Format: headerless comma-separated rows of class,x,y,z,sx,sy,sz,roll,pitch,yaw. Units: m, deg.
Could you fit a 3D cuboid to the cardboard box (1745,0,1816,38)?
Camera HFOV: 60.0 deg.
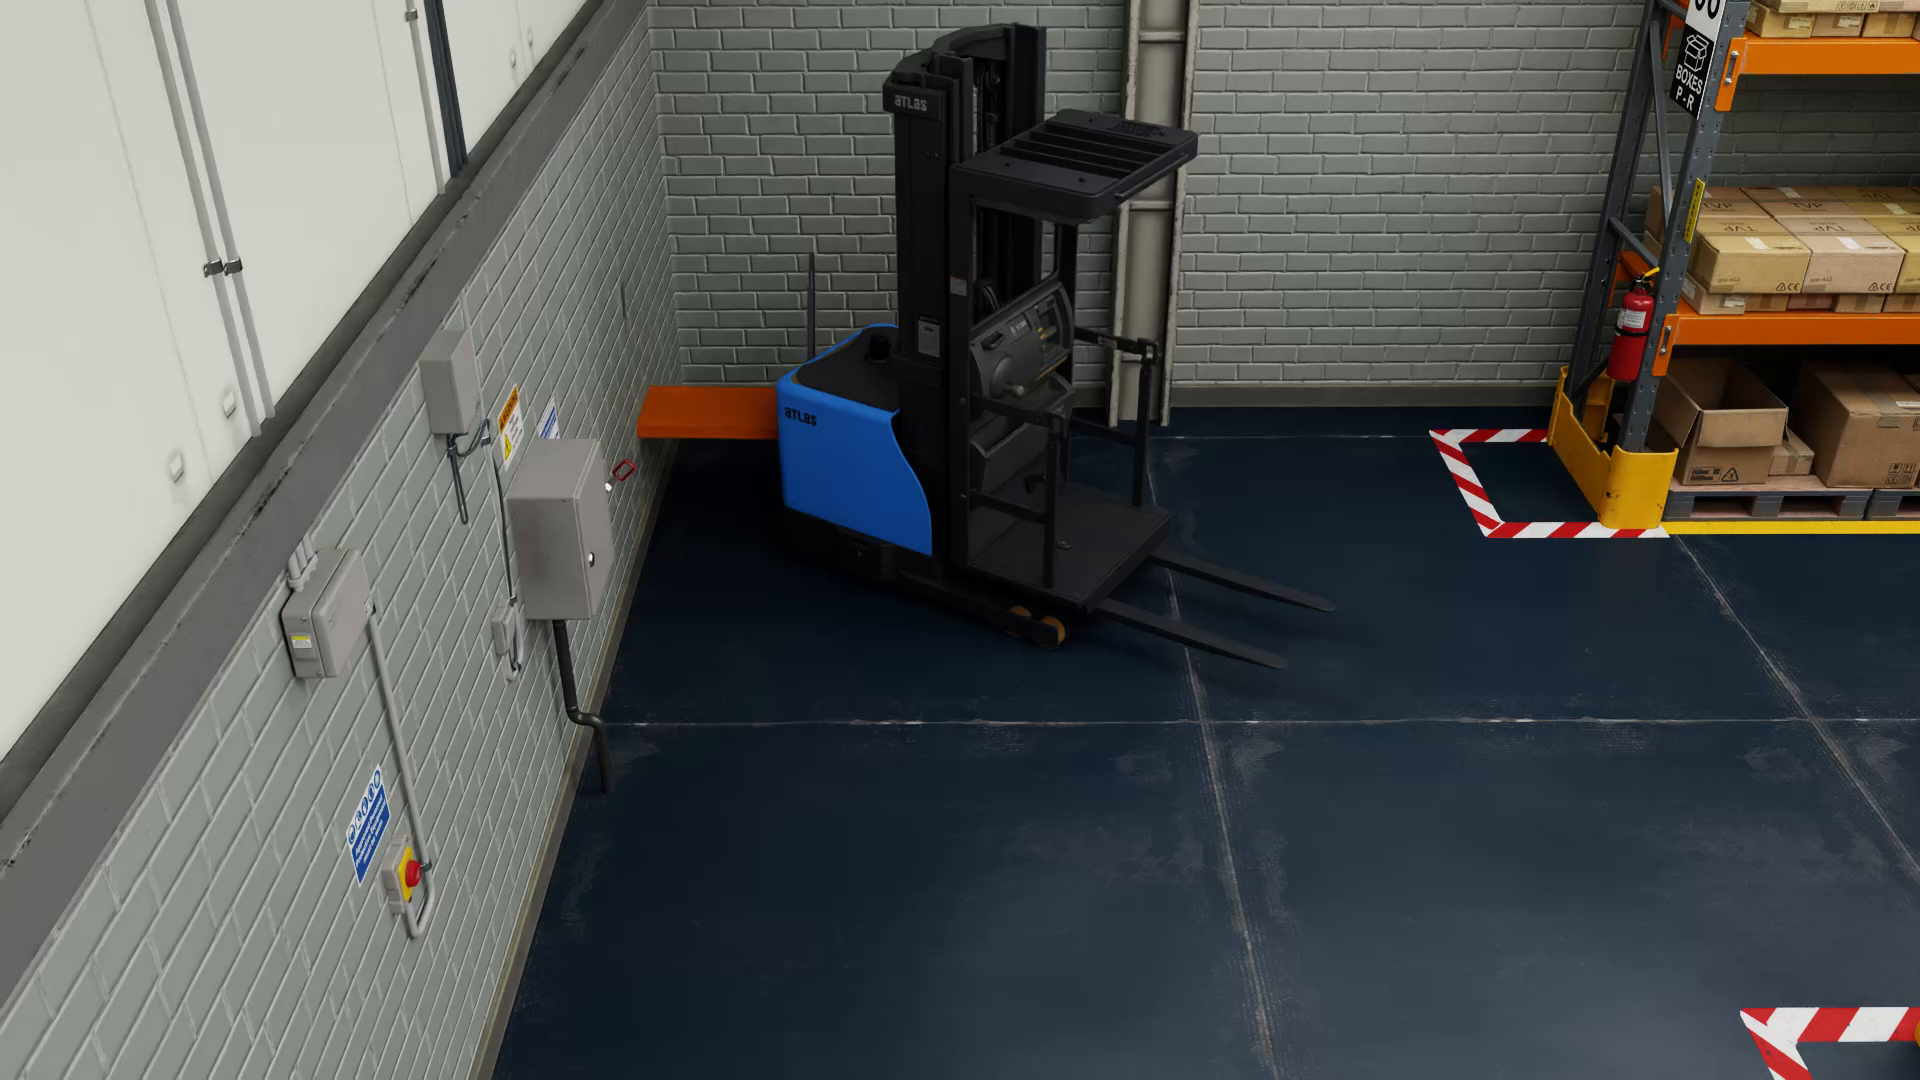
cardboard box,4.188,-2.704,8.554,0.250,0.149,0.380,0,31,1

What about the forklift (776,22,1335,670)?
forklift,0.500,-0.998,8.458,3.031,2.935,1.130,18,36,27

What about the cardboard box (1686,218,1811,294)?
cardboard box,4.323,-1.573,9.198,0.500,0.250,0.500,0,31,0

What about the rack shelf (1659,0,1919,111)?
rack shelf,5.868,-2.630,8.883,4.000,0.370,1.077,0,31,0

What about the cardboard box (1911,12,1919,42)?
cardboard box,4.956,-2.658,8.478,0.250,0.149,0.380,0,31,1

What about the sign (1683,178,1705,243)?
sign,3.871,-1.737,8.776,0.005,0.325,0.100,0,31,0

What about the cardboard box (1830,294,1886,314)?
cardboard box,4.968,-1.413,9.318,0.250,0.149,0.380,1,31,1

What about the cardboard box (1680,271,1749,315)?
cardboard box,4.198,-1.400,9.297,0.250,0.149,0.380,0,31,-1

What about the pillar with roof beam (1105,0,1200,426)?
pillar with roof beam,1.192,-2.439,4.985,0.400,9.000,9.100,0,31,0

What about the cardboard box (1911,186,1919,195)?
cardboard box,5.860,-1.852,9.658,0.500,0.250,0.500,0,31,0

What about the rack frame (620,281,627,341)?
rack frame,-1.872,-0.864,9.528,0.032,1.500,0.500,0,31,-4

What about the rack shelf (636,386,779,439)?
rack shelf,-1.373,-0.706,9.657,1.000,0.185,0.538,0,31,-4

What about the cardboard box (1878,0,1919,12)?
cardboard box,4.821,-2.866,8.437,0.500,0.250,0.500,0,31,1

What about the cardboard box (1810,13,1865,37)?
cardboard box,4.450,-2.718,8.578,0.250,0.149,0.380,0,31,1

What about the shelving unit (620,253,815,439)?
shelving unit,-1.374,-0.859,9.563,1.083,1.500,0.587,0,31,-4

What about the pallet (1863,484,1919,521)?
pallet,5.958,-0.462,10.197,1.213,0.211,1.003,0,31,0

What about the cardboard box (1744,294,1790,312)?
cardboard box,4.452,-1.425,9.338,0.250,0.149,0.380,1,31,1

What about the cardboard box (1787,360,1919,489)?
cardboard box,5.335,-0.695,9.897,0.500,0.500,0.700,1,31,2

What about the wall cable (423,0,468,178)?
wall cable,-1.766,-3.326,6.410,0.133,3.039,2.988,0,31,0

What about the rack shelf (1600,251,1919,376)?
rack shelf,5.868,-1.347,9.661,4.000,0.370,1.077,0,31,0

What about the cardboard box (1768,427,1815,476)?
cardboard box,4.905,-0.543,9.986,0.250,0.149,0.380,-1,31,-2

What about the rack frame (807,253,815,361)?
rack frame,-0.858,-0.855,9.600,0.032,1.500,0.500,0,31,-4

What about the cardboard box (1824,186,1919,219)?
cardboard box,5.337,-1.851,9.656,0.500,0.250,0.500,1,31,1

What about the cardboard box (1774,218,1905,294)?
cardboard box,4.827,-1.575,9.201,0.500,0.250,0.500,0,31,0

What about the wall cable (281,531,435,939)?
wall cable,-1.737,0.508,4.900,0.123,1.953,0.585,0,31,0

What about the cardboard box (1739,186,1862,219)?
cardboard box,4.842,-1.852,9.657,0.500,0.250,0.500,0,31,0

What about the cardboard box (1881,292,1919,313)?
cardboard box,5.233,-1.416,9.324,0.250,0.149,0.380,0,31,0

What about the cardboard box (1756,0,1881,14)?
cardboard box,4.313,-2.854,8.417,0.500,0.250,0.500,-1,31,-1

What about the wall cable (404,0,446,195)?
wall cable,-1.787,-1.865,4.038,0.029,3.000,2.355,0,31,0

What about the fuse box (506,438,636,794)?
fuse box,-1.604,0.417,7.303,0.414,1.711,0.539,0,31,0

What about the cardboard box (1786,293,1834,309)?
cardboard box,4.715,-1.444,9.369,0.250,0.149,0.380,-1,31,-1

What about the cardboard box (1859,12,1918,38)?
cardboard box,4.707,-2.710,8.565,0.250,0.149,0.380,0,31,0

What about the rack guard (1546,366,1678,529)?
rack guard,3.944,-0.580,10.113,0.348,0.500,1.175,0,31,0

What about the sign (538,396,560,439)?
sign,-1.814,-0.349,7.414,0.001,0.494,0.329,0,31,0

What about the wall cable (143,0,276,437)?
wall cable,-1.785,-1.475,3.395,0.029,3.000,0.463,0,31,0

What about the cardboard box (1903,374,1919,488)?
cardboard box,5.864,-0.644,9.814,0.500,0.500,0.500,0,31,1

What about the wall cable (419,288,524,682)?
wall cable,-1.757,-0.214,6.121,0.122,1.984,0.588,0,31,0

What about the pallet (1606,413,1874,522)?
pallet,4.741,-0.459,10.193,1.213,0.211,1.003,0,31,0

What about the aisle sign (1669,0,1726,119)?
aisle sign,3.801,-2.607,8.539,0.004,0.787,0.394,0,31,0

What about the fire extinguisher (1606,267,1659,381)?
fire extinguisher,3.723,-1.216,9.185,0.183,0.674,0.296,0,31,0

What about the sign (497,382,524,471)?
sign,-1.811,-0.458,6.706,0.001,0.242,0.339,0,31,0

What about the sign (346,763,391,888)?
sign,-1.798,0.866,5.060,0.001,0.218,0.327,0,31,0

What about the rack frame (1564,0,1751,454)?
rack frame,3.868,-1.649,9.464,0.127,3.000,1.000,0,31,0

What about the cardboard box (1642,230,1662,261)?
cardboard box,4.198,-1.681,9.761,0.250,0.149,0.380,-1,31,-1

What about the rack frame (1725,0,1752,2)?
rack frame,3.868,-4.213,7.908,0.127,3.000,1.000,0,31,0

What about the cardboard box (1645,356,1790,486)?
cardboard box,4.480,-0.714,9.925,0.637,0.503,0.797,-1,31,-2

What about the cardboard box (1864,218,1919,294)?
cardboard box,5.334,-1.578,9.206,0.500,0.250,0.500,-1,31,-1

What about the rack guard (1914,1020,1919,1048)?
rack guard,3.877,1.995,5.869,0.348,0.500,1.175,0,31,0

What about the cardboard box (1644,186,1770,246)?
cardboard box,4.326,-1.851,9.656,0.500,0.250,0.500,1,31,1
